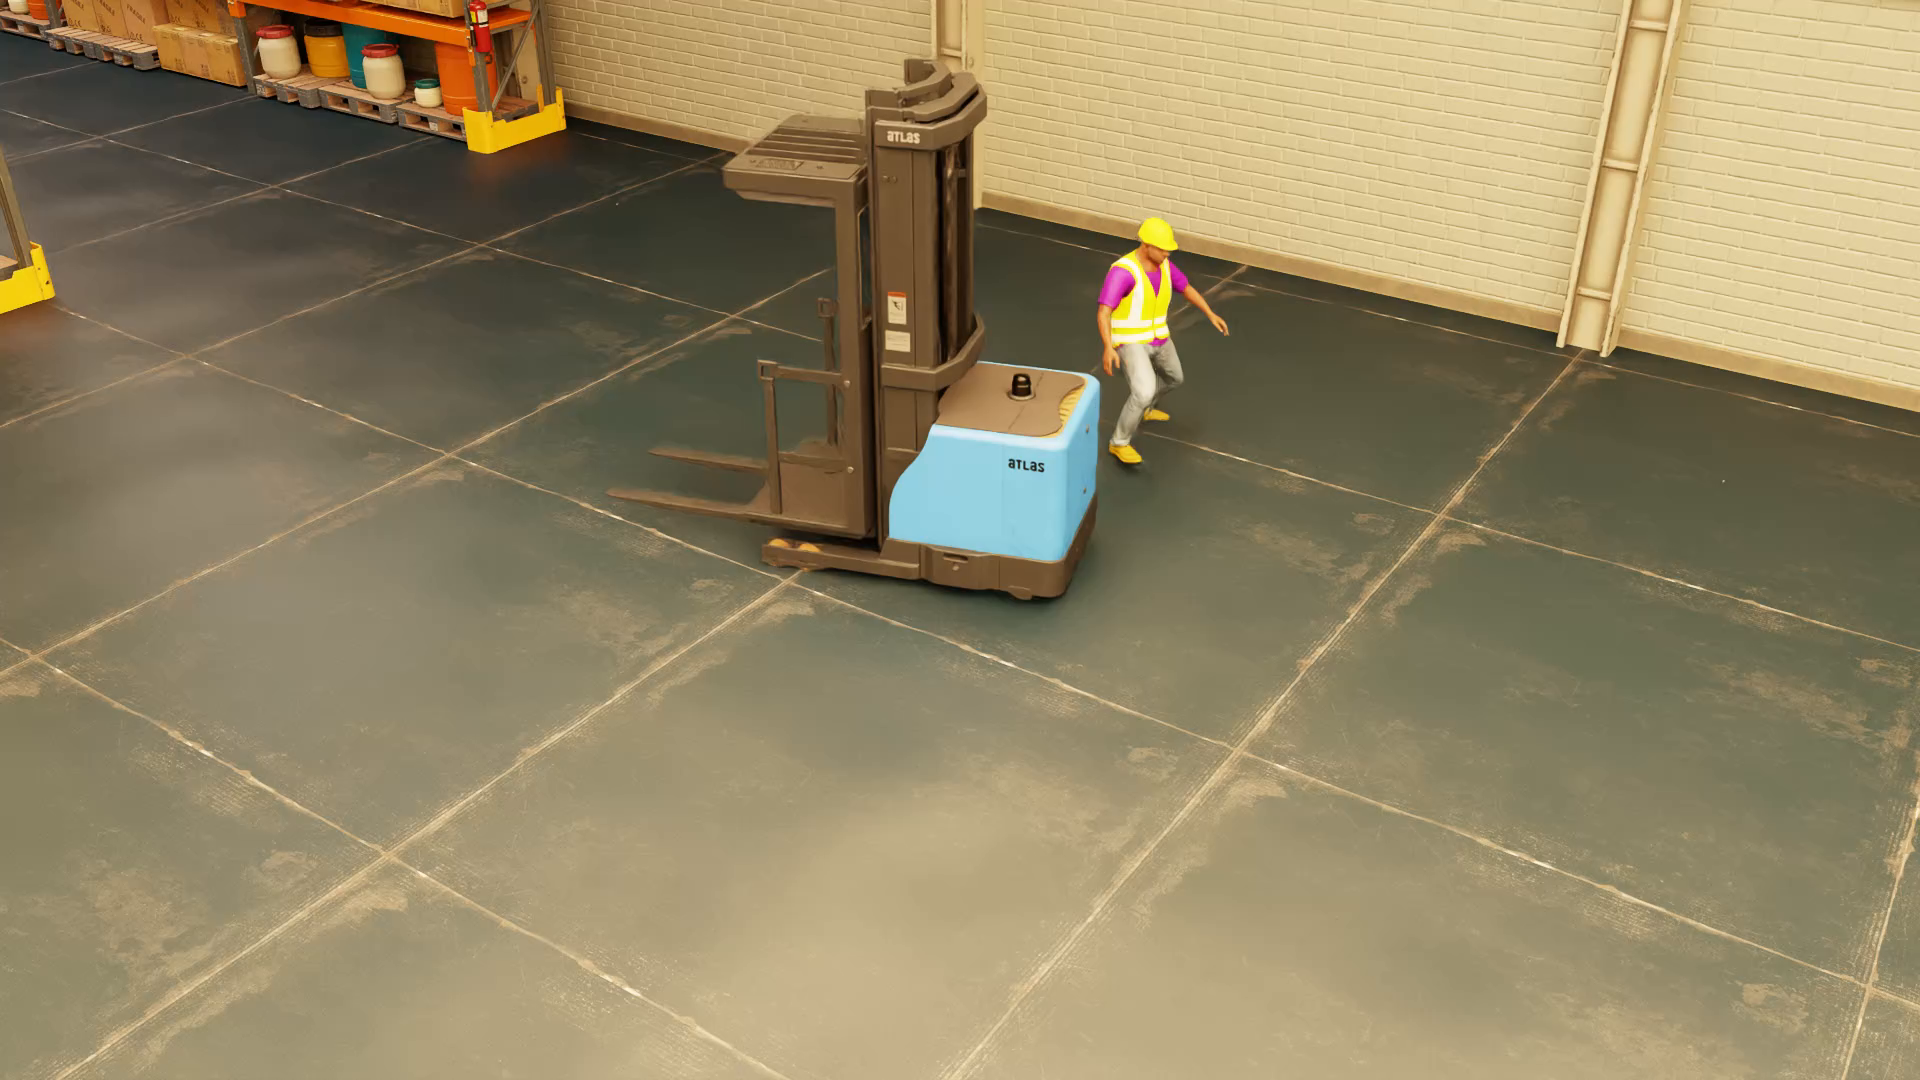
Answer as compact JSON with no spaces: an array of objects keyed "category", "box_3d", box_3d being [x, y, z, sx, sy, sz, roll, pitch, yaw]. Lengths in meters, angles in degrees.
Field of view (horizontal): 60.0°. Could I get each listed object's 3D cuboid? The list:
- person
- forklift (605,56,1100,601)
[{"category":"person","box_3d":[1.306,-1.405,11.341,1.020,1.630,0.720,-22,37,-33]},{"category":"forklift","box_3d":[-0.713,-1.320,9.854,3.031,2.935,1.130,8,31,14]}]
